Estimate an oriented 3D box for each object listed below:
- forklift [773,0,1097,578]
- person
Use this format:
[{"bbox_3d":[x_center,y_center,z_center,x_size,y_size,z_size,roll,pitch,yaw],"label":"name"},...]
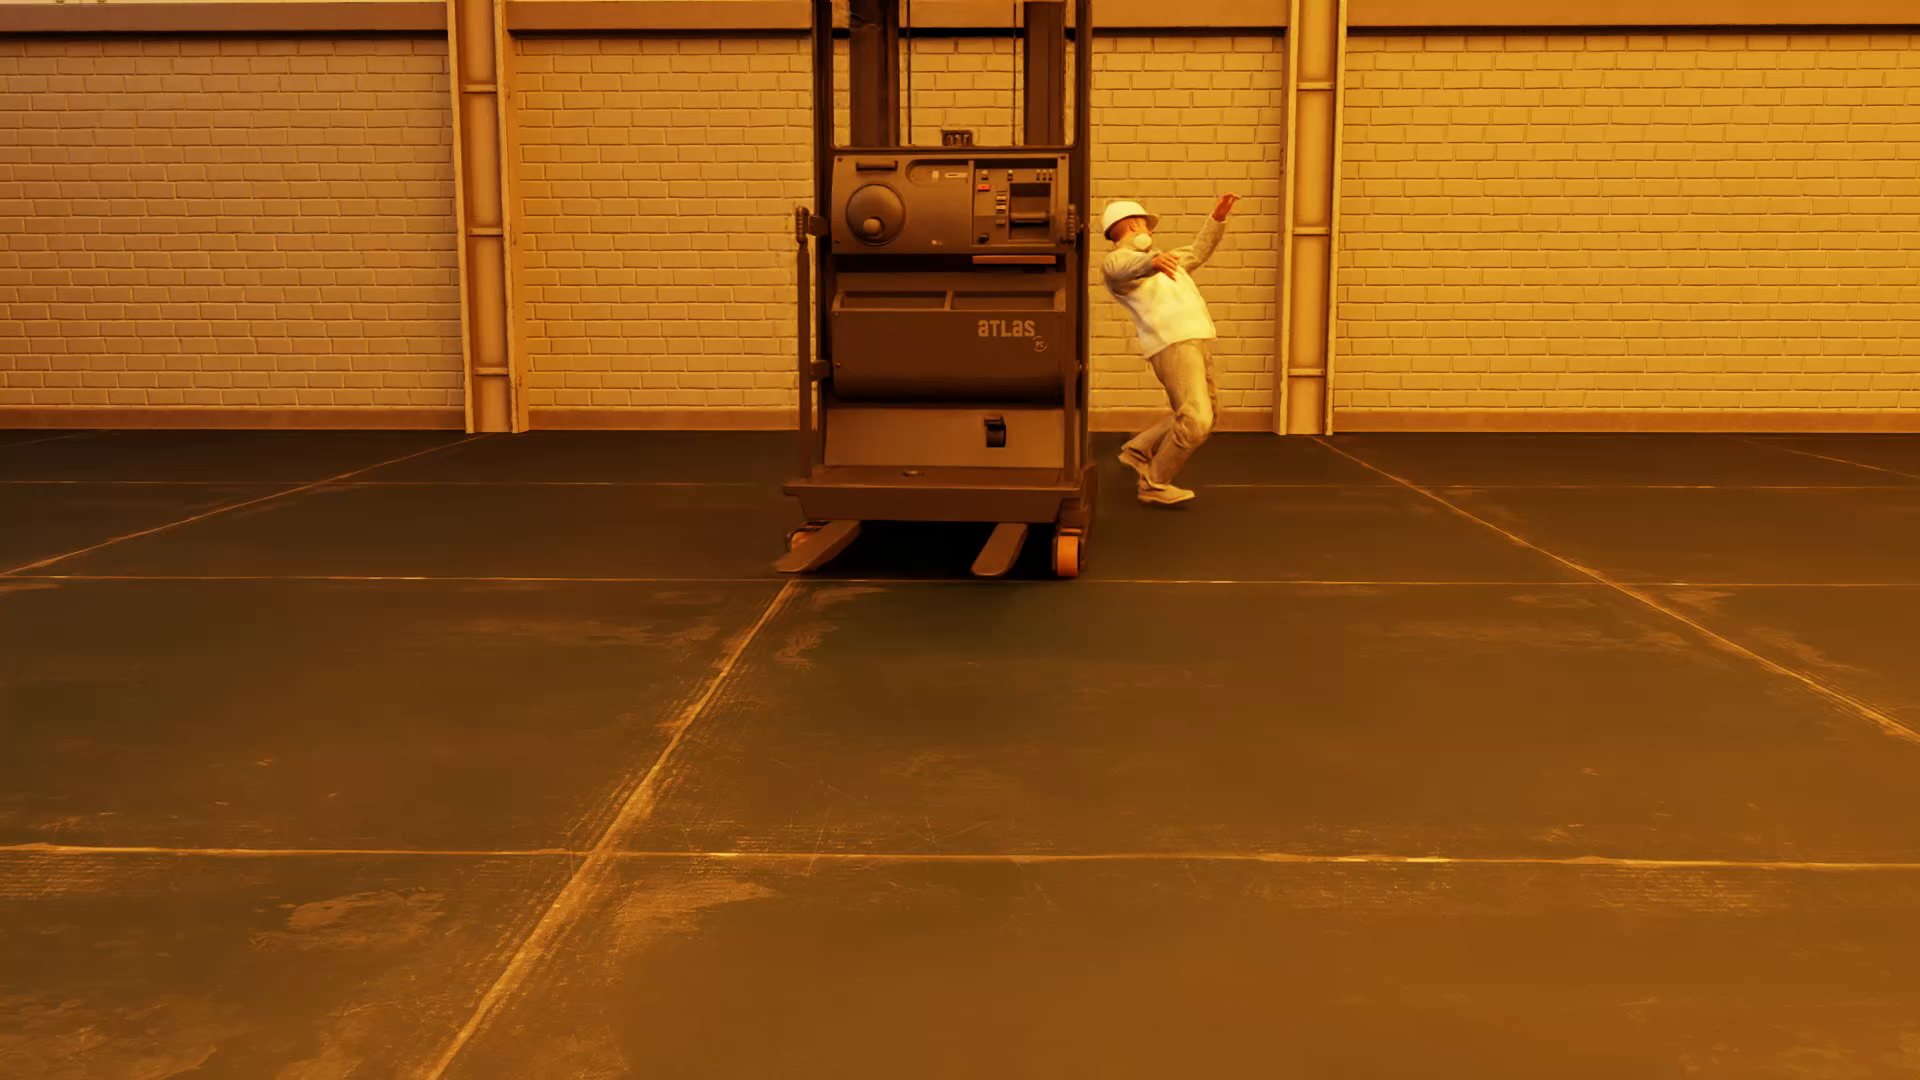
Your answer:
[{"bbox_3d":[-0.061,-1.357,6.305,1.130,2.935,3.031,1,9,6],"label":"forklift"},{"bbox_3d":[0.972,-0.932,8.115,0.704,1.502,1.063,3,9,17],"label":"person"}]
